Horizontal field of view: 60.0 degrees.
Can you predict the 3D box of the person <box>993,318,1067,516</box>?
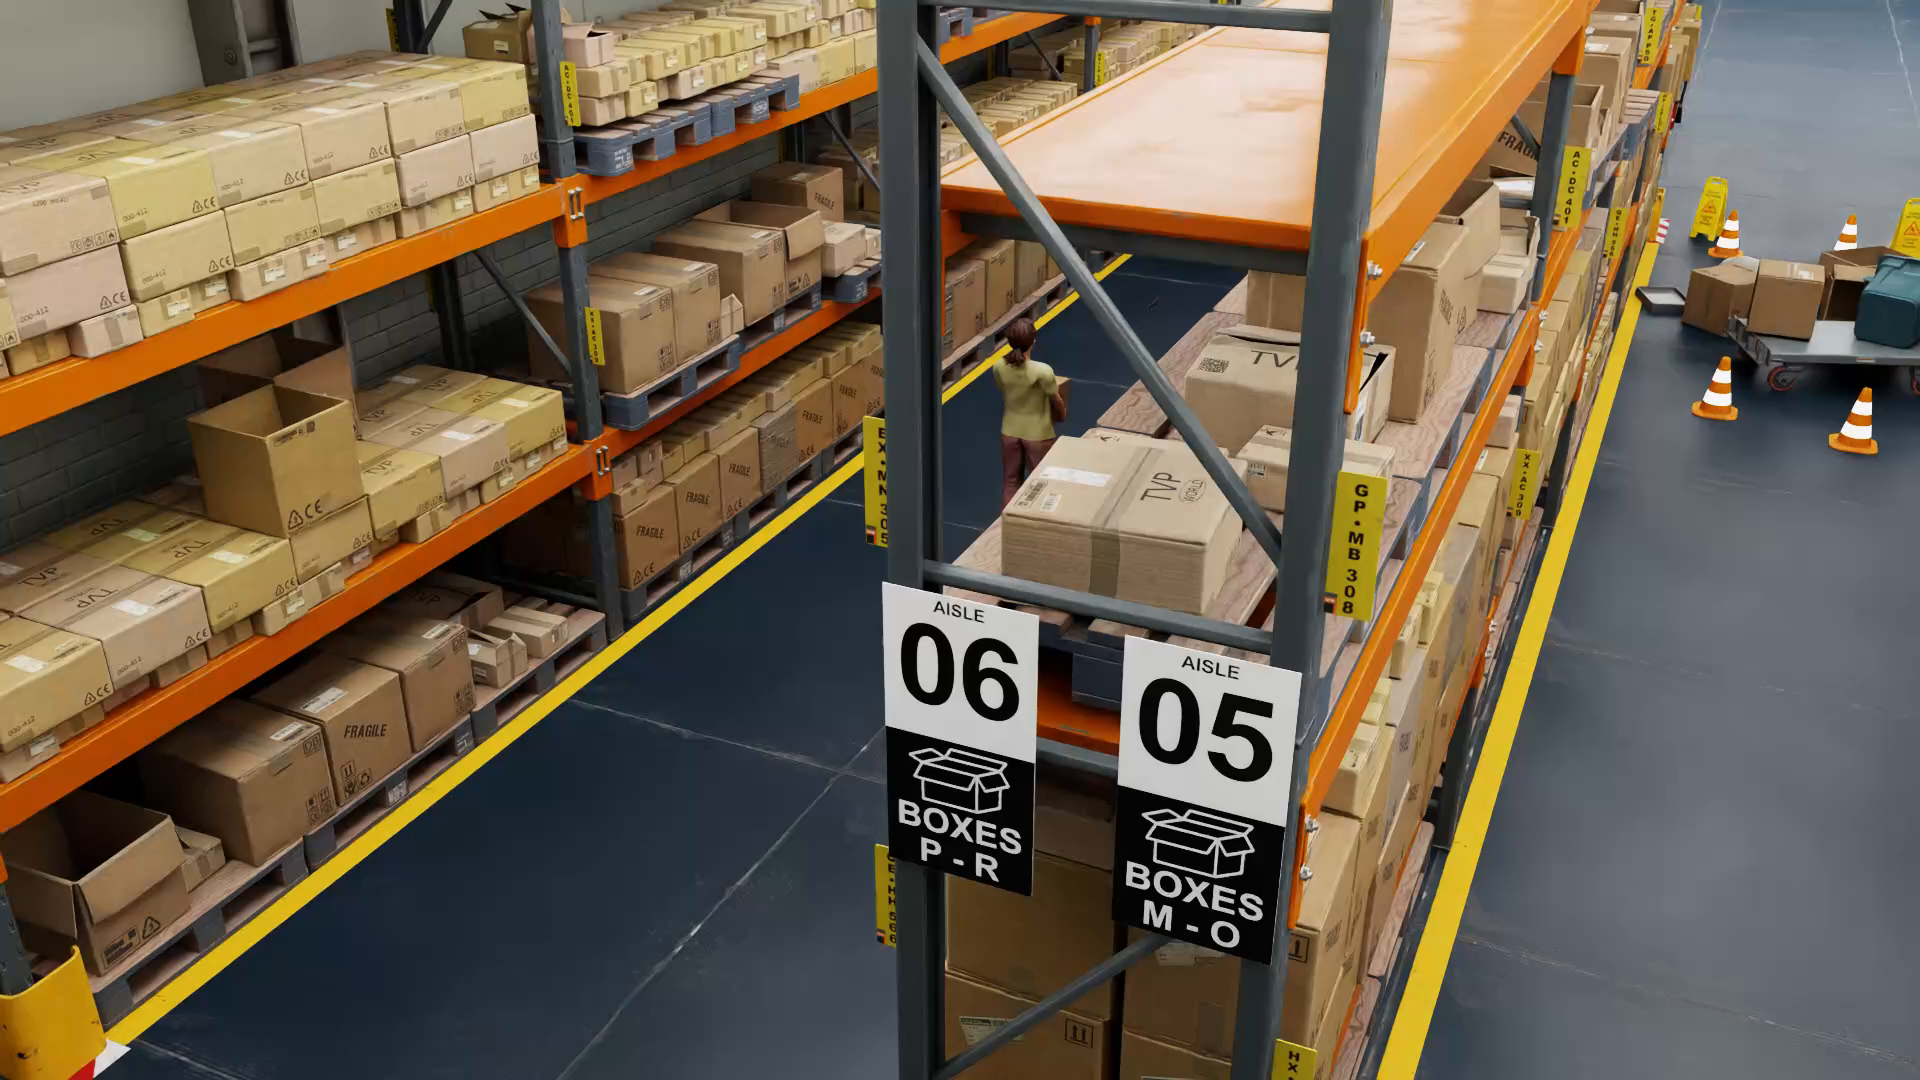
[{"bbox_3d":[0.457,-0.686,10.826,0.426,1.662,0.561,12,29,22],"label":"person"}]
